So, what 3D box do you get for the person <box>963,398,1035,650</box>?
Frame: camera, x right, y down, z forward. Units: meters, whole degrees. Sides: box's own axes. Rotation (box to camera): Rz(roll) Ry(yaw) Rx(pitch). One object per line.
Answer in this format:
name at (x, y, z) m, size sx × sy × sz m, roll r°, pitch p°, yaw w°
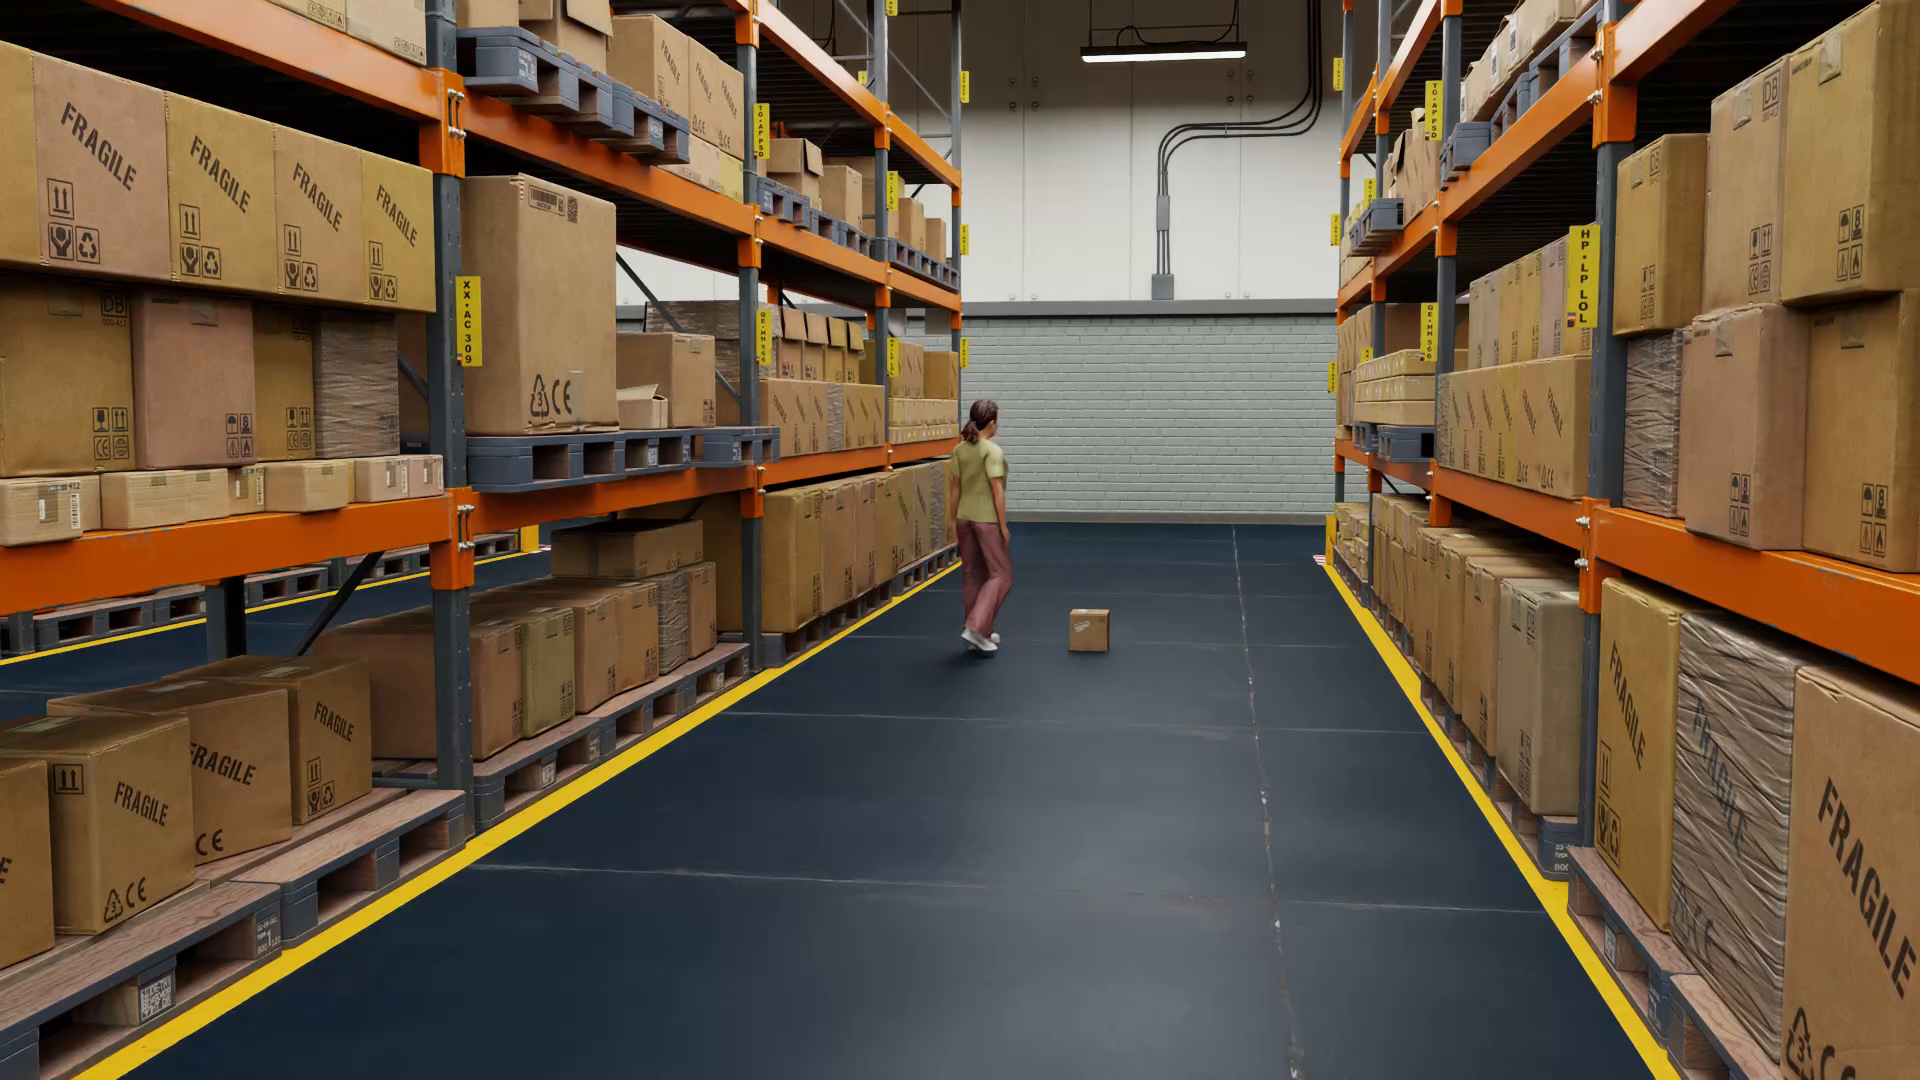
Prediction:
person at (0.237, -0.089, 11.190) m, size 0.371 × 1.726 × 0.467 m, roll -4°, pitch 6°, yaw -42°
